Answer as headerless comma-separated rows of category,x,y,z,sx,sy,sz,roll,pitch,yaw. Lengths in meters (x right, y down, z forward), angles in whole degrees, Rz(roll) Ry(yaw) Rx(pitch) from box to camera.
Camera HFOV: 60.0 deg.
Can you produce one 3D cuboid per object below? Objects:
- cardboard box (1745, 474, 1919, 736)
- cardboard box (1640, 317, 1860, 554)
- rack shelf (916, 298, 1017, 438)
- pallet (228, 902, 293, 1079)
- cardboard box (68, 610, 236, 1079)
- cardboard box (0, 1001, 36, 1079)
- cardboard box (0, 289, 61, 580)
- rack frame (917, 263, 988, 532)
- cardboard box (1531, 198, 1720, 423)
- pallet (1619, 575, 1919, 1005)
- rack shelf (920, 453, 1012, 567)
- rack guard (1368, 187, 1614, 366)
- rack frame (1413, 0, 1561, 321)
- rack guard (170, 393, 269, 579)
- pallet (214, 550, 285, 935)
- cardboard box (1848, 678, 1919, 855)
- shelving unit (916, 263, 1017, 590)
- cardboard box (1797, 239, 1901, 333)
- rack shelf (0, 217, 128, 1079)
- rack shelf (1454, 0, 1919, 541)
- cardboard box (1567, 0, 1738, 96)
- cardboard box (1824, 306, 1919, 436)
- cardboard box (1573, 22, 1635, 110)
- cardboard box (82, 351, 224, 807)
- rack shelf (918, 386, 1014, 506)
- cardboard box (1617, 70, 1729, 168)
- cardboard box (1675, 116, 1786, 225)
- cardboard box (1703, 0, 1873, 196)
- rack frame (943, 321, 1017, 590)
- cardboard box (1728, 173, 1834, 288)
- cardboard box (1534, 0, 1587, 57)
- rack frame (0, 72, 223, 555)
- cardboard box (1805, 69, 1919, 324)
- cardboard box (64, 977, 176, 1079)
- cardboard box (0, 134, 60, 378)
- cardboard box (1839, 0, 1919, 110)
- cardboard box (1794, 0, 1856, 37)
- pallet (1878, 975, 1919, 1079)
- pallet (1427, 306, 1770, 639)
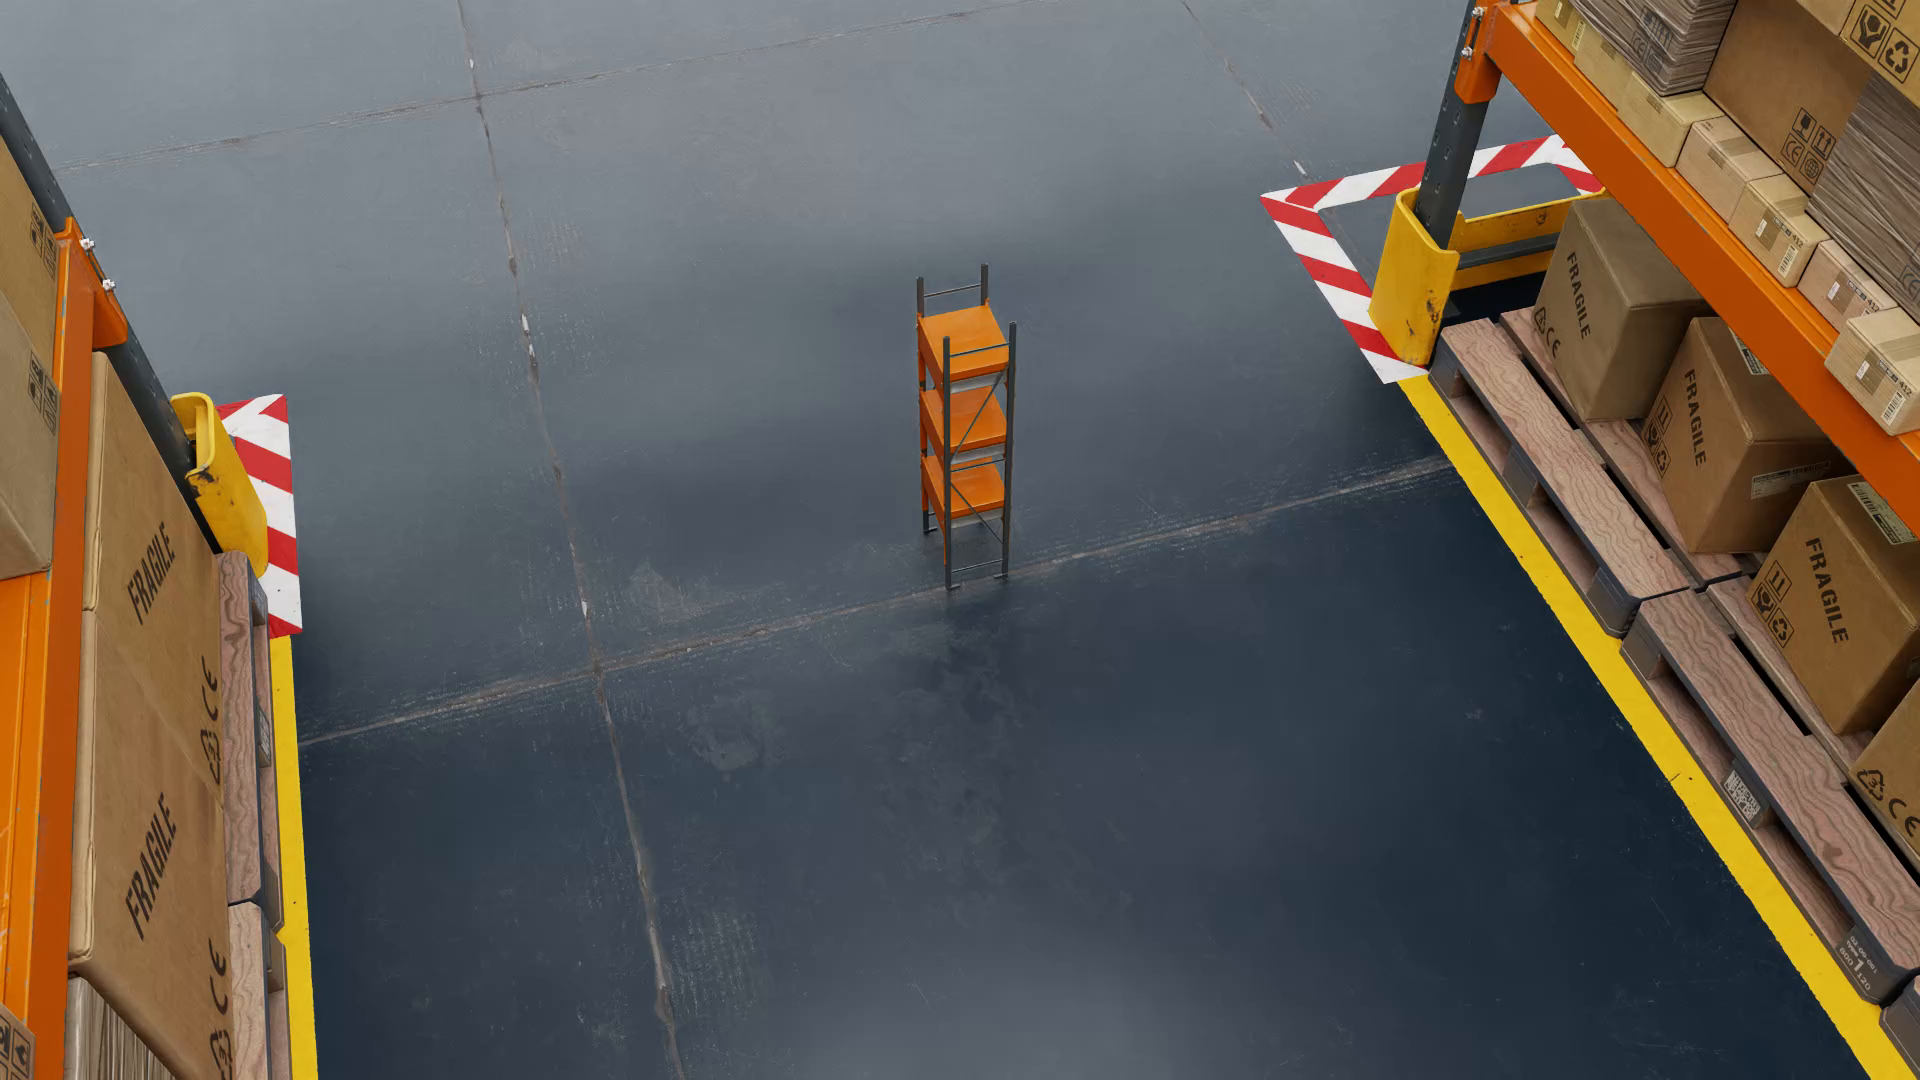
cardboard box,2.572,0.150,4.522,0.500,0.500,0.500,-9,50,-8
cardboard box,2.405,-0.311,4.911,0.500,0.500,0.500,-2,50,-1
rack shelf,0.016,-0.475,4.607,0.215,0.259,0.240,-13,51,-11
pallet,-2.073,1.532,3.821,1.003,0.211,1.213,-13,51,-11
cardboard box,-2.215,0.849,3.687,0.875,0.875,0.875,-14,51,-12
cardboard box,-1.910,0.966,2.376,0.875,0.550,0.550,-13,51,-11
cardboard box,-2.404,-0.214,3.370,0.875,0.550,0.550,-13,51,-11
rack frame,-0.020,-0.388,4.891,0.200,1.050,0.008,-13,51,-11
cardboard box,2.196,-0.740,5.272,0.500,0.500,0.500,-5,50,-4
pallet,2.613,0.575,4.627,1.003,0.211,1.213,-13,51,-11
rack shelf,0.016,-0.113,5.036,0.215,0.259,0.240,-13,51,-11
rack guard,2.050,-1.009,5.774,1.175,0.500,0.348,-13,51,-11
rack frame,2.027,-1.870,4.865,1.000,3.000,0.127,-13,51,-11
rack guard,-2.748,-0.035,4.952,1.175,0.500,0.348,-13,51,-11
pallet,-2.430,0.642,4.571,1.003,0.211,1.213,-13,51,-11
cardboard box,2.695,0.568,4.170,0.500,0.500,0.500,-17,52,-14
shelving unit,0.016,-0.299,4.816,0.215,1.050,0.252,-13,51,-11
cardboard box,2.260,-0.616,3.972,0.380,0.149,0.250,-13,51,-11
rack shelf,-2.150,0.870,3.025,1.077,0.370,4.000,-13,51,-11
rack shelf,2.619,-0.178,3.909,1.077,0.370,4.000,-13,51,-11
cardboard box,2.163,-1.591,4.369,0.875,0.500,0.500,-13,51,-11
cardboard box,2.235,-0.410,3.798,0.380,0.149,0.250,-13,51,-11
cardboard box,1.939,-1.340,4.582,0.380,0.149,0.250,-13,51,-11
cardboard box,-2.477,0.207,4.229,0.875,0.875,0.875,-13,51,-11
rack shelf,0.016,-0.292,4.824,0.215,0.259,0.240,-13,51,-11
cardboard box,1.999,-1.154,4.426,0.380,0.149,0.250,-13,51,-11
cardboard box,2.093,-0.977,4.276,0.380,0.149,0.250,-13,51,-11
cardboard box,2.426,-1.253,4.084,0.875,0.500,0.500,-13,51,-11
rack frame,0.052,-0.210,4.741,0.200,1.050,0.008,-13,51,-11
cardboard box,2.160,-0.792,4.120,0.380,0.149,0.250,-13,51,-11
cardboard box,1.884,-1.527,4.740,0.380,0.149,0.250,-13,51,-11
rack frame,-2.741,-0.823,3.982,1.000,3.000,0.127,-13,51,-11
cardboard box,2.533,-0.878,3.768,0.875,0.500,0.500,-13,51,-11
cardboard box,-1.947,1.515,3.126,0.875,0.875,0.875,-13,51,-11
cardboard box,-2.588,-0.610,3.705,0.875,0.550,0.550,-13,51,-11
cardboard box,2.220,-1.126,3.323,0.500,0.500,0.500,-13,51,-11
cardboard box,2.071,-1.491,3.631,0.500,0.500,0.500,-13,51,-11
pallet,2.978,1.467,3.875,1.003,0.211,1.213,-13,51,-11
pallet,2.256,-0.315,5.377,1.003,0.211,1.213,-13,51,-11
